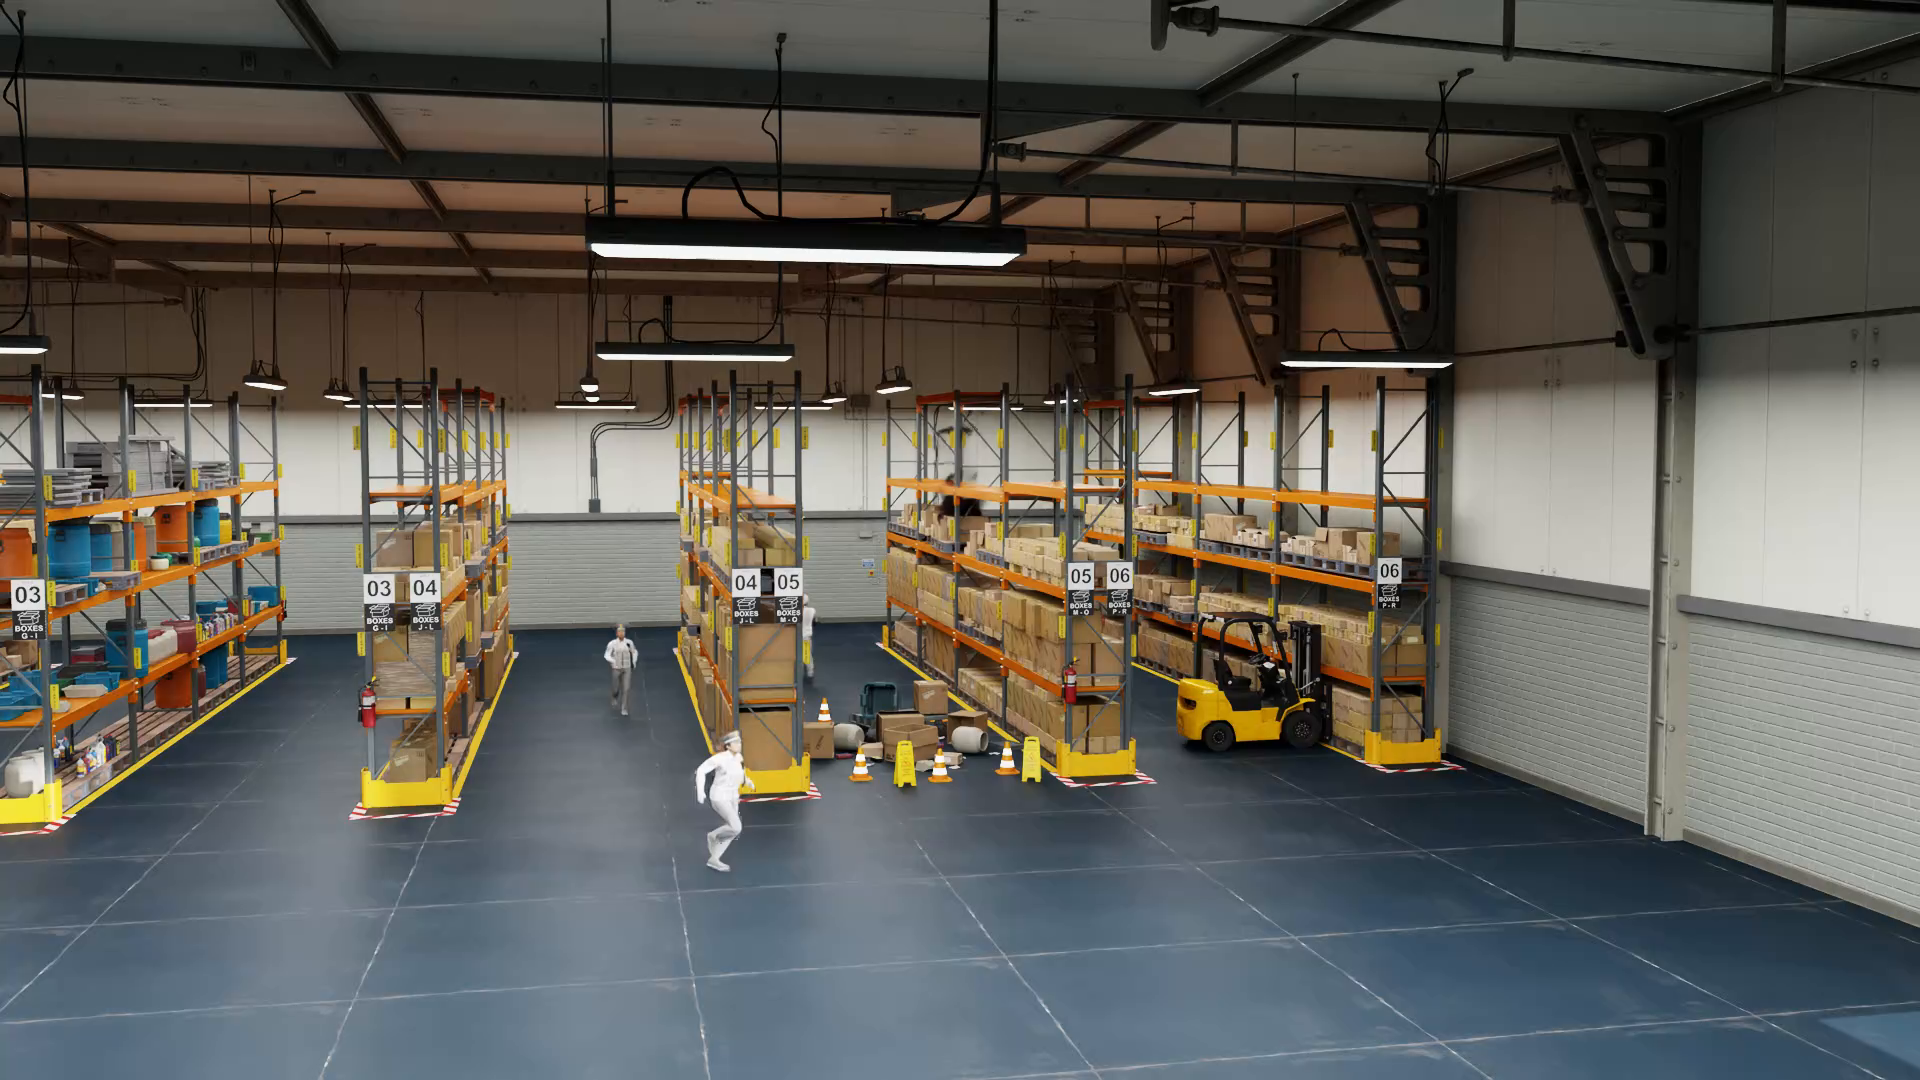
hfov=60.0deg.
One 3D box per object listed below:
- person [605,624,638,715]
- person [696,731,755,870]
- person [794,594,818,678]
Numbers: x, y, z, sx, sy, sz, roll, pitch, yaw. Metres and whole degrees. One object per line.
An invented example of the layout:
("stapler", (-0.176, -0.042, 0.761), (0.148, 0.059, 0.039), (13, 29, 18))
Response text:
("person", (-6.199, 2.356, 30.501), (0.625, 1.654, 0.723), (-1, 4, -18))
("person", (-2.677, 3.034, 19.345), (0.602, 1.645, 0.654), (2, 4, 32))
("person", (-3.316, 2.033, 34.909), (0.694, 1.796, 0.888), (-1, 3, -12))
